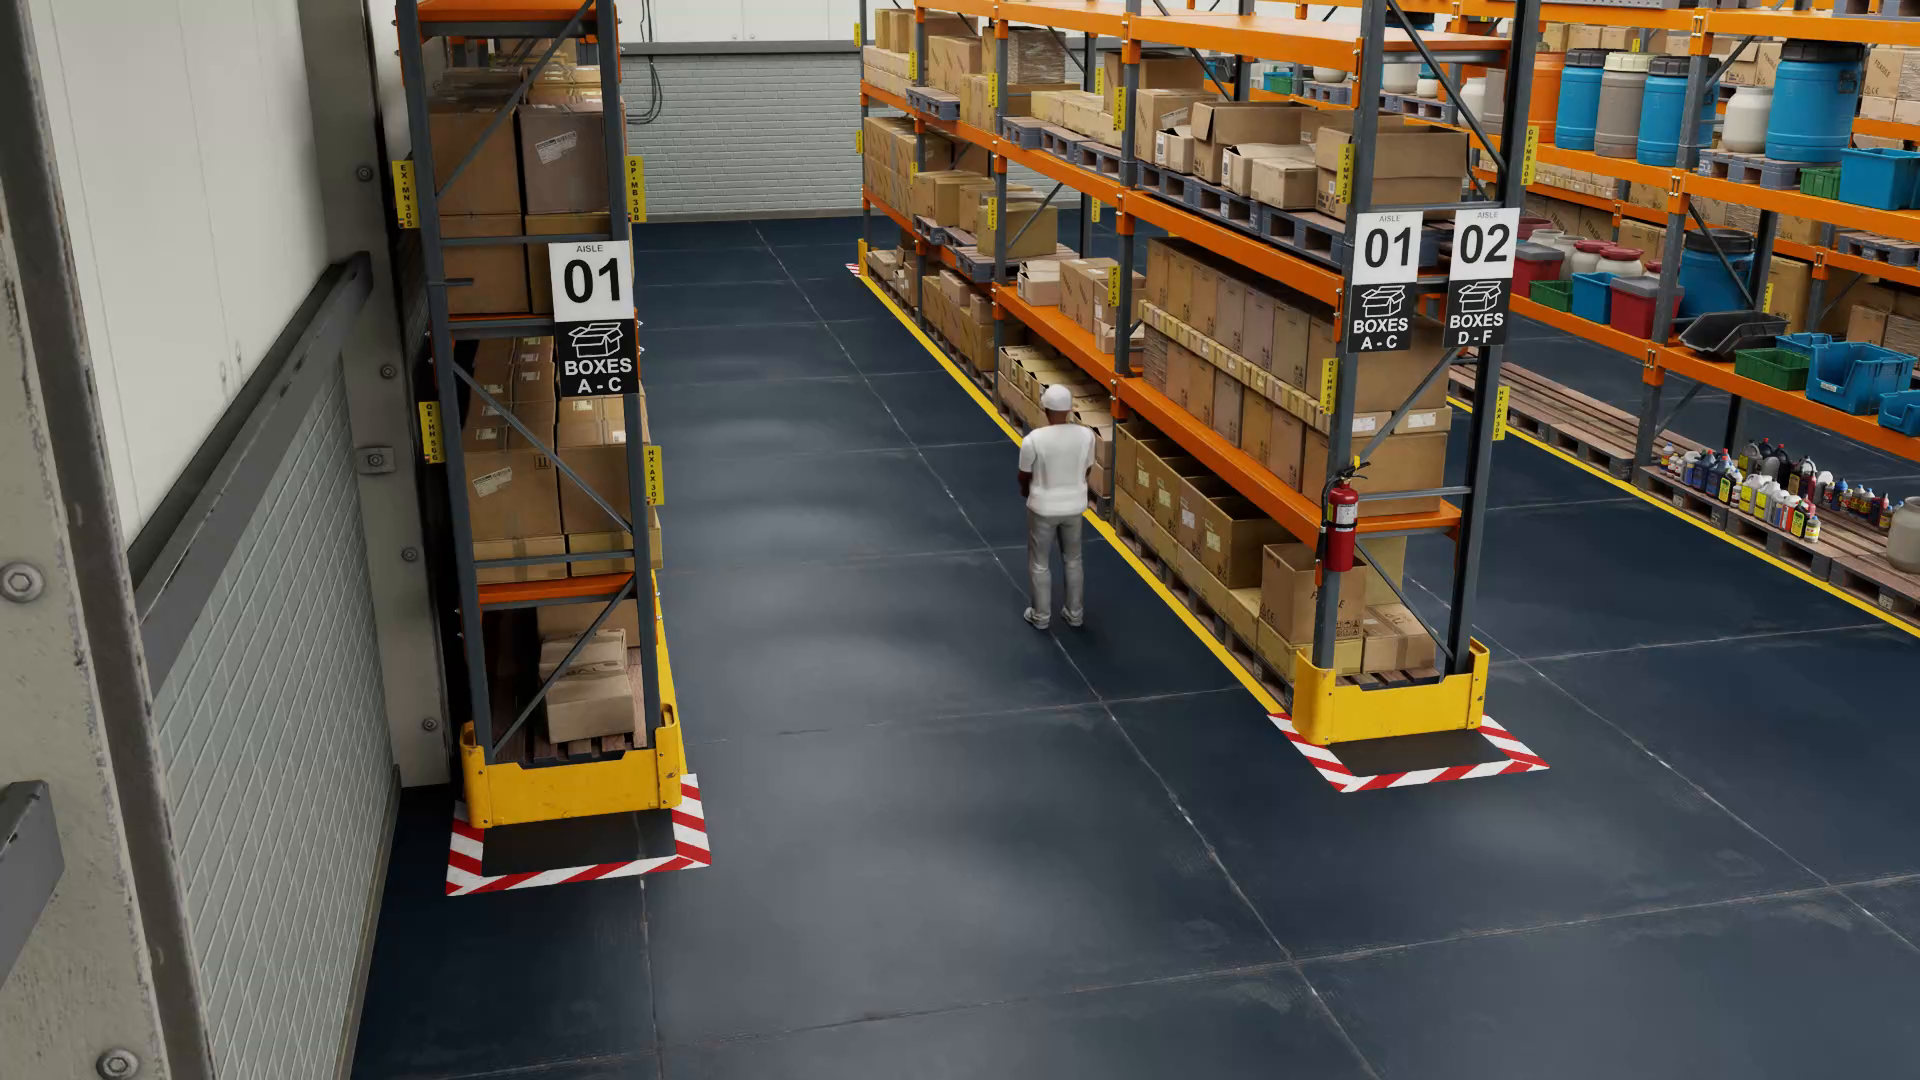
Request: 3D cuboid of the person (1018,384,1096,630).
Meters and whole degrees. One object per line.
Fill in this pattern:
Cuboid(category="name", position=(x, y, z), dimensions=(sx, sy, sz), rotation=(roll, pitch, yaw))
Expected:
Cuboid(category="person", position=(0.653, -0.259, 11.761), dimensions=(0.542, 1.770, 0.551), rotation=(-5, 20, -13))
